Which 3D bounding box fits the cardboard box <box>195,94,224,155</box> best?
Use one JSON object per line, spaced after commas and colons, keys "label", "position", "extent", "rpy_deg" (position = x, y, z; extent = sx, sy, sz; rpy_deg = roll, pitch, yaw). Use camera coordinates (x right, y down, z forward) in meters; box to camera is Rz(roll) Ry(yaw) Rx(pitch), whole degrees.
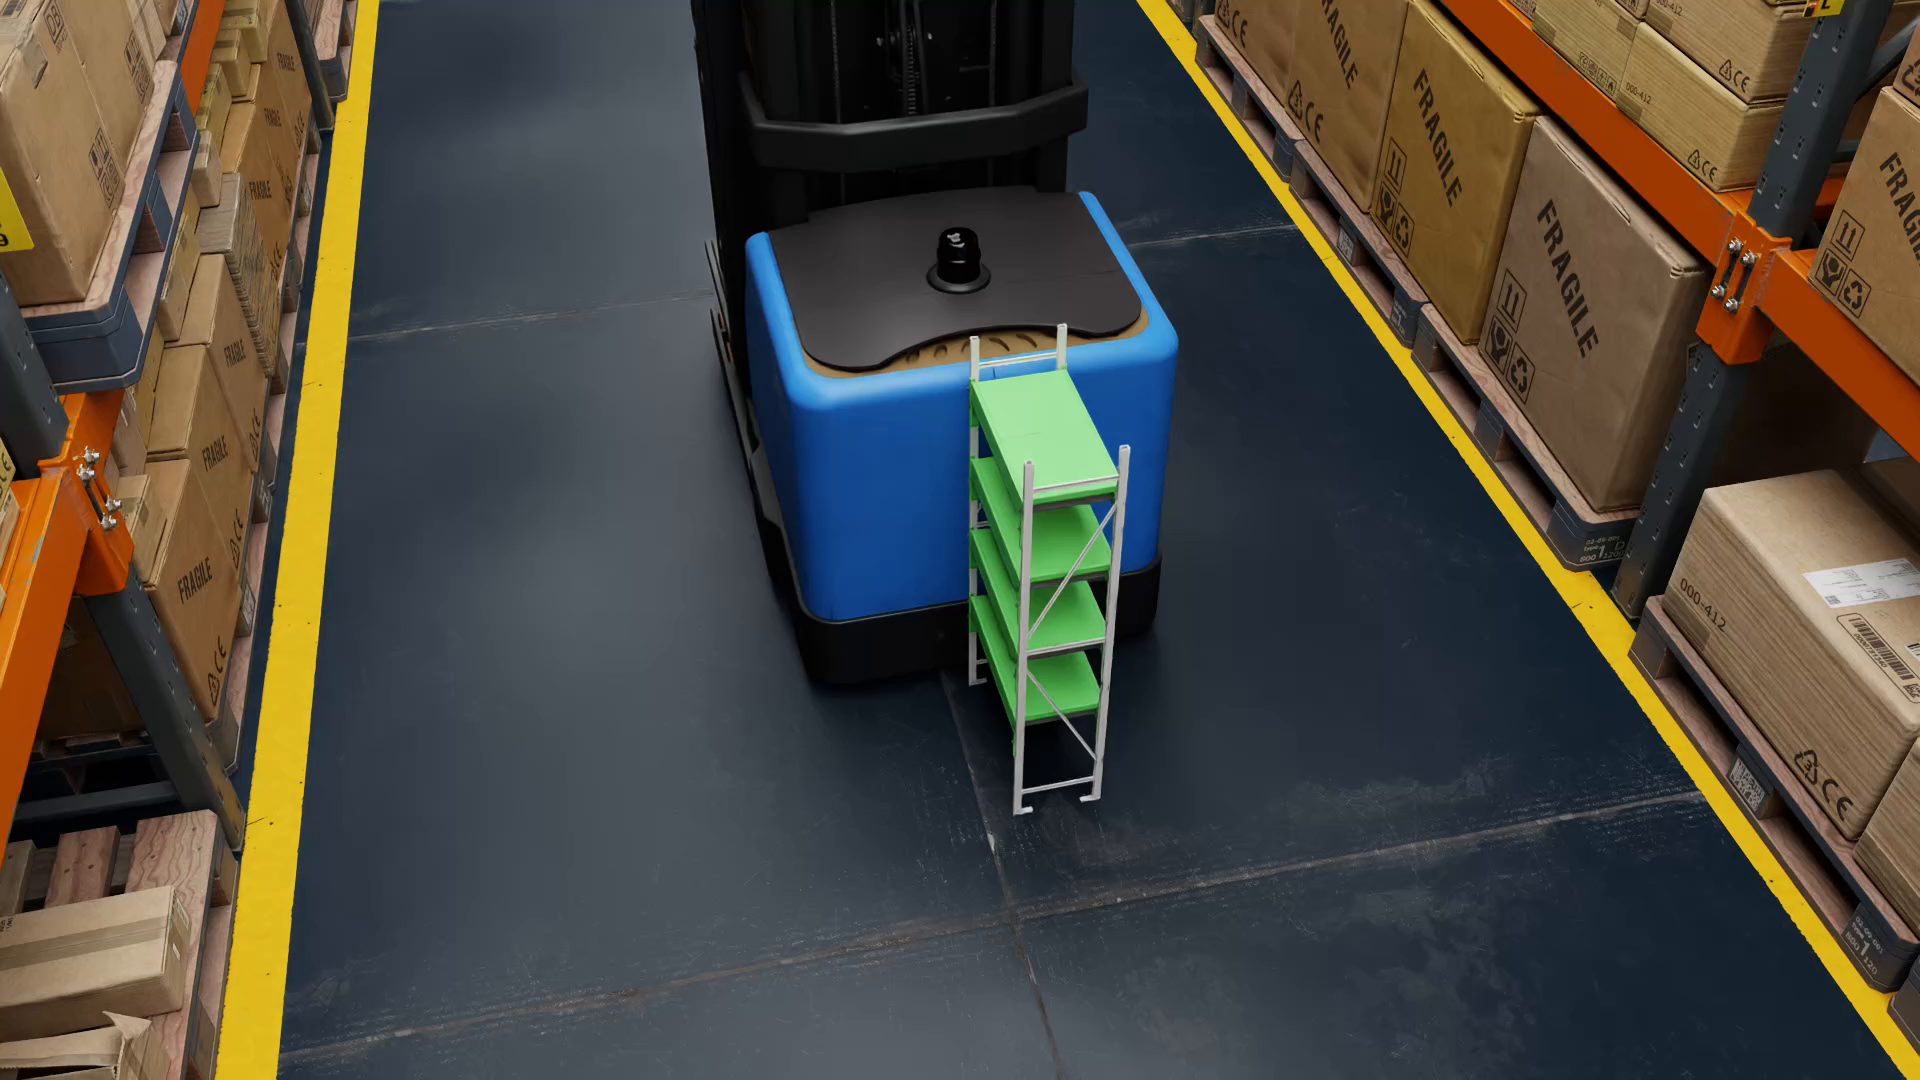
{"label": "cardboard box", "position": [-2.709, -1.359, 5.599], "extent": [0.380, 0.149, 0.250], "rpy_deg": [-9, 42, -10]}

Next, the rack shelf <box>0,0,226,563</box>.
{"label": "rack shelf", "position": [-2.801, -1.301, 4.998], "extent": [1.077, 0.370, 4.000], "rpy_deg": [-8, 42, -9]}

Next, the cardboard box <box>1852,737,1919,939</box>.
{"label": "cardboard box", "position": [2.701, 0.816, 3.685], "extent": [0.875, 0.438, 0.875], "rpy_deg": [-10, 42, -11]}

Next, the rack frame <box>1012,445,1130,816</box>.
{"label": "rack frame", "position": [0.258, 0.262, 4.052], "extent": [0.240, 1.200, 0.015], "rpy_deg": [-9, 42, -10]}

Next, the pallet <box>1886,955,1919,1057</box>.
{"label": "pallet", "position": [2.831, 1.352, 3.568], "extent": [1.003, 0.211, 1.213], "rpy_deg": [-8, 42, -9]}

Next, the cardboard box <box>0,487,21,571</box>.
{"label": "cardboard box", "position": [-2.054, -0.009, 3.190], "extent": [0.380, 0.149, 0.250], "rpy_deg": [-8, 42, -9]}

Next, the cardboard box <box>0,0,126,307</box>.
{"label": "cardboard box", "position": [-2.256, -0.814, 3.516], "extent": [0.700, 0.500, 0.500], "rpy_deg": [-7, 42, -8]}

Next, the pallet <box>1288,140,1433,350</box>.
{"label": "pallet", "position": [1.969, -1.227, 6.473], "extent": [1.003, 0.211, 1.213], "rpy_deg": [-8, 42, -9]}

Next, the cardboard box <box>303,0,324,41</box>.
{"label": "cardboard box", "position": [-3.354, -2.542, 7.327], "extent": [0.875, 0.625, 0.625], "rpy_deg": [-7, 42, -8]}

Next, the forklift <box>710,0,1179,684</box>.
{"label": "forklift", "position": [-0.269, -1.679, 4.934], "extent": [1.130, 2.935, 3.031], "rpy_deg": [-9, 42, -10]}

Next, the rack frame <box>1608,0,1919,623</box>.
{"label": "rack frame", "position": [2.476, -0.988, 4.103], "extent": [1.000, 3.000, 0.127], "rpy_deg": [-8, 42, -9]}

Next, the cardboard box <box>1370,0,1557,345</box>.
{"label": "cardboard box", "position": [2.062, -1.325, 5.767], "extent": [0.875, 0.875, 0.875], "rpy_deg": [-7, 42, -8]}

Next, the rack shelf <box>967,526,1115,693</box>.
{"label": "rack shelf", "position": [0.200, 0.152, 4.271], "extent": [0.258, 0.148, 0.480], "rpy_deg": [-9, 42, -10]}

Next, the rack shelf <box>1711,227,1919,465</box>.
{"label": "rack shelf", "position": [2.908, 0.578, 2.881], "extent": [1.077, 0.370, 4.000], "rpy_deg": [-8, 42, -9]}

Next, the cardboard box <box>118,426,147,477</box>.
{"label": "cardboard box", "position": [-2.323, -0.178, 4.269], "extent": [0.380, 0.149, 0.250], "rpy_deg": [-9, 42, -10]}

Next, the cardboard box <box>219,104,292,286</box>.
{"label": "cardboard box", "position": [-2.719, -1.181, 5.887], "extent": [0.500, 0.500, 0.500], "rpy_deg": [-7, 42, -7]}

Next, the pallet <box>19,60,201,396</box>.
{"label": "pallet", "position": [-2.436, -0.736, 3.964], "extent": [1.003, 0.211, 1.213], "rpy_deg": [-8, 42, -9]}

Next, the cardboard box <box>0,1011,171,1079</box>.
{"label": "cardboard box", "position": [-1.886, 1.142, 3.447], "extent": [0.396, 0.266, 0.258], "rpy_deg": [-7, 42, -8]}

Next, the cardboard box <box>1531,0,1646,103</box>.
{"label": "cardboard box", "position": [2.024, -1.516, 4.812], "extent": [0.500, 0.250, 0.500], "rpy_deg": [-9, 42, -10]}

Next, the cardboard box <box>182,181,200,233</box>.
{"label": "cardboard box", "position": [-2.617, -1.018, 5.215], "extent": [0.380, 0.149, 0.250], "rpy_deg": [-8, 42, -9]}

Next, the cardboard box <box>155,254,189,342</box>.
{"label": "cardboard box", "position": [-2.479, -0.686, 4.841], "extent": [0.380, 0.149, 0.250], "rpy_deg": [-8, 42, -9]}

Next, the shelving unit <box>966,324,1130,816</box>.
{"label": "shelving unit", "position": [0.200, 0.104, 4.229], "extent": [0.258, 1.200, 0.503], "rpy_deg": [-9, 42, -10]}

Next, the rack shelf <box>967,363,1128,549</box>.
{"label": "rack shelf", "position": [0.200, -0.207, 3.953], "extent": [0.258, 0.148, 0.480], "rpy_deg": [-9, 42, -10]}

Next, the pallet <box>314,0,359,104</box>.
{"label": "pallet", "position": [-3.373, -2.363, 7.753], "extent": [1.003, 0.211, 1.213], "rpy_deg": [-8, 42, -9]}

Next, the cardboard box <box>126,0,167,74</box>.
{"label": "cardboard box", "position": [-2.295, -1.336, 4.281], "extent": [0.396, 0.266, 0.258], "rpy_deg": [-6, 42, -7]}

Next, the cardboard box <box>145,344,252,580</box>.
{"label": "cardboard box", "position": [-2.379, -0.186, 4.766], "extent": [0.500, 0.500, 0.500], "rpy_deg": [-9, 42, -10]}

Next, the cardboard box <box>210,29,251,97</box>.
{"label": "cardboard box", "position": [-2.776, -1.698, 5.982], "extent": [0.380, 0.149, 0.250], "rpy_deg": [-10, 43, -11]}

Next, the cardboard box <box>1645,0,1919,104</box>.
{"label": "cardboard box", "position": [2.144, -1.369, 4.270], "extent": [0.500, 0.250, 0.500], "rpy_deg": [-8, 42, -9]}

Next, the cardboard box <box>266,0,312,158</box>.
{"label": "cardboard box", "position": [-2.932, -1.846, 6.636], "extent": [0.500, 0.500, 0.500], "rpy_deg": [-7, 42, -8]}

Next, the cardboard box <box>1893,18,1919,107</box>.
{"label": "cardboard box", "position": [2.343, -1.056, 3.351], "extent": [0.500, 0.500, 0.500], "rpy_deg": [-8, 42, -9]}

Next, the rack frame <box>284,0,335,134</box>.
{"label": "rack frame", "position": [-3.233, -2.867, 6.220], "extent": [1.000, 3.000, 0.127], "rpy_deg": [-8, 42, -9]}

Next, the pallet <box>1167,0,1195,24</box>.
{"label": "pallet", "position": [1.446, -3.044, 8.521], "extent": [1.003, 0.211, 1.213], "rpy_deg": [-8, 42, -9]}
